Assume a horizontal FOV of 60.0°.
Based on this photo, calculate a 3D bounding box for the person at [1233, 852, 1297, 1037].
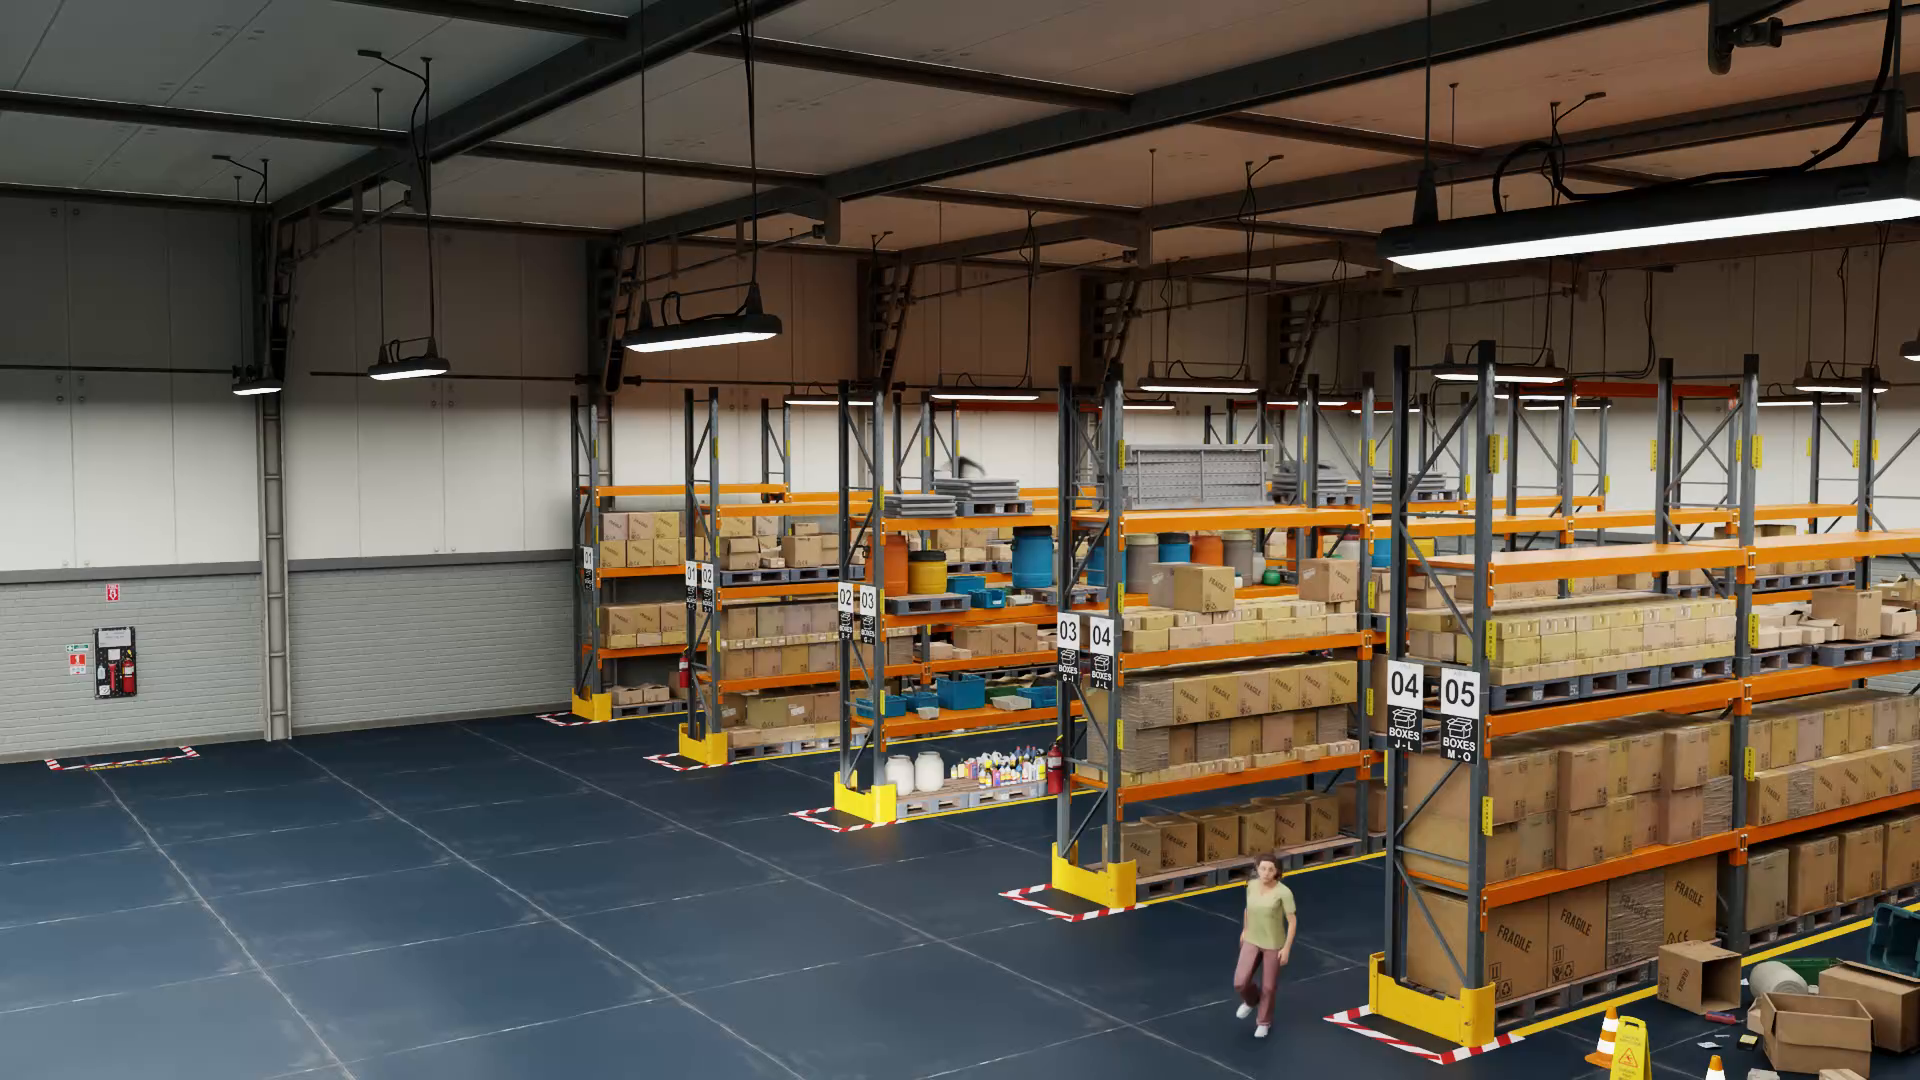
[{"bbox_3d":[2.642,3.484,14.339,0.577,1.647,0.521,2,4,27],"label":"person"}]
